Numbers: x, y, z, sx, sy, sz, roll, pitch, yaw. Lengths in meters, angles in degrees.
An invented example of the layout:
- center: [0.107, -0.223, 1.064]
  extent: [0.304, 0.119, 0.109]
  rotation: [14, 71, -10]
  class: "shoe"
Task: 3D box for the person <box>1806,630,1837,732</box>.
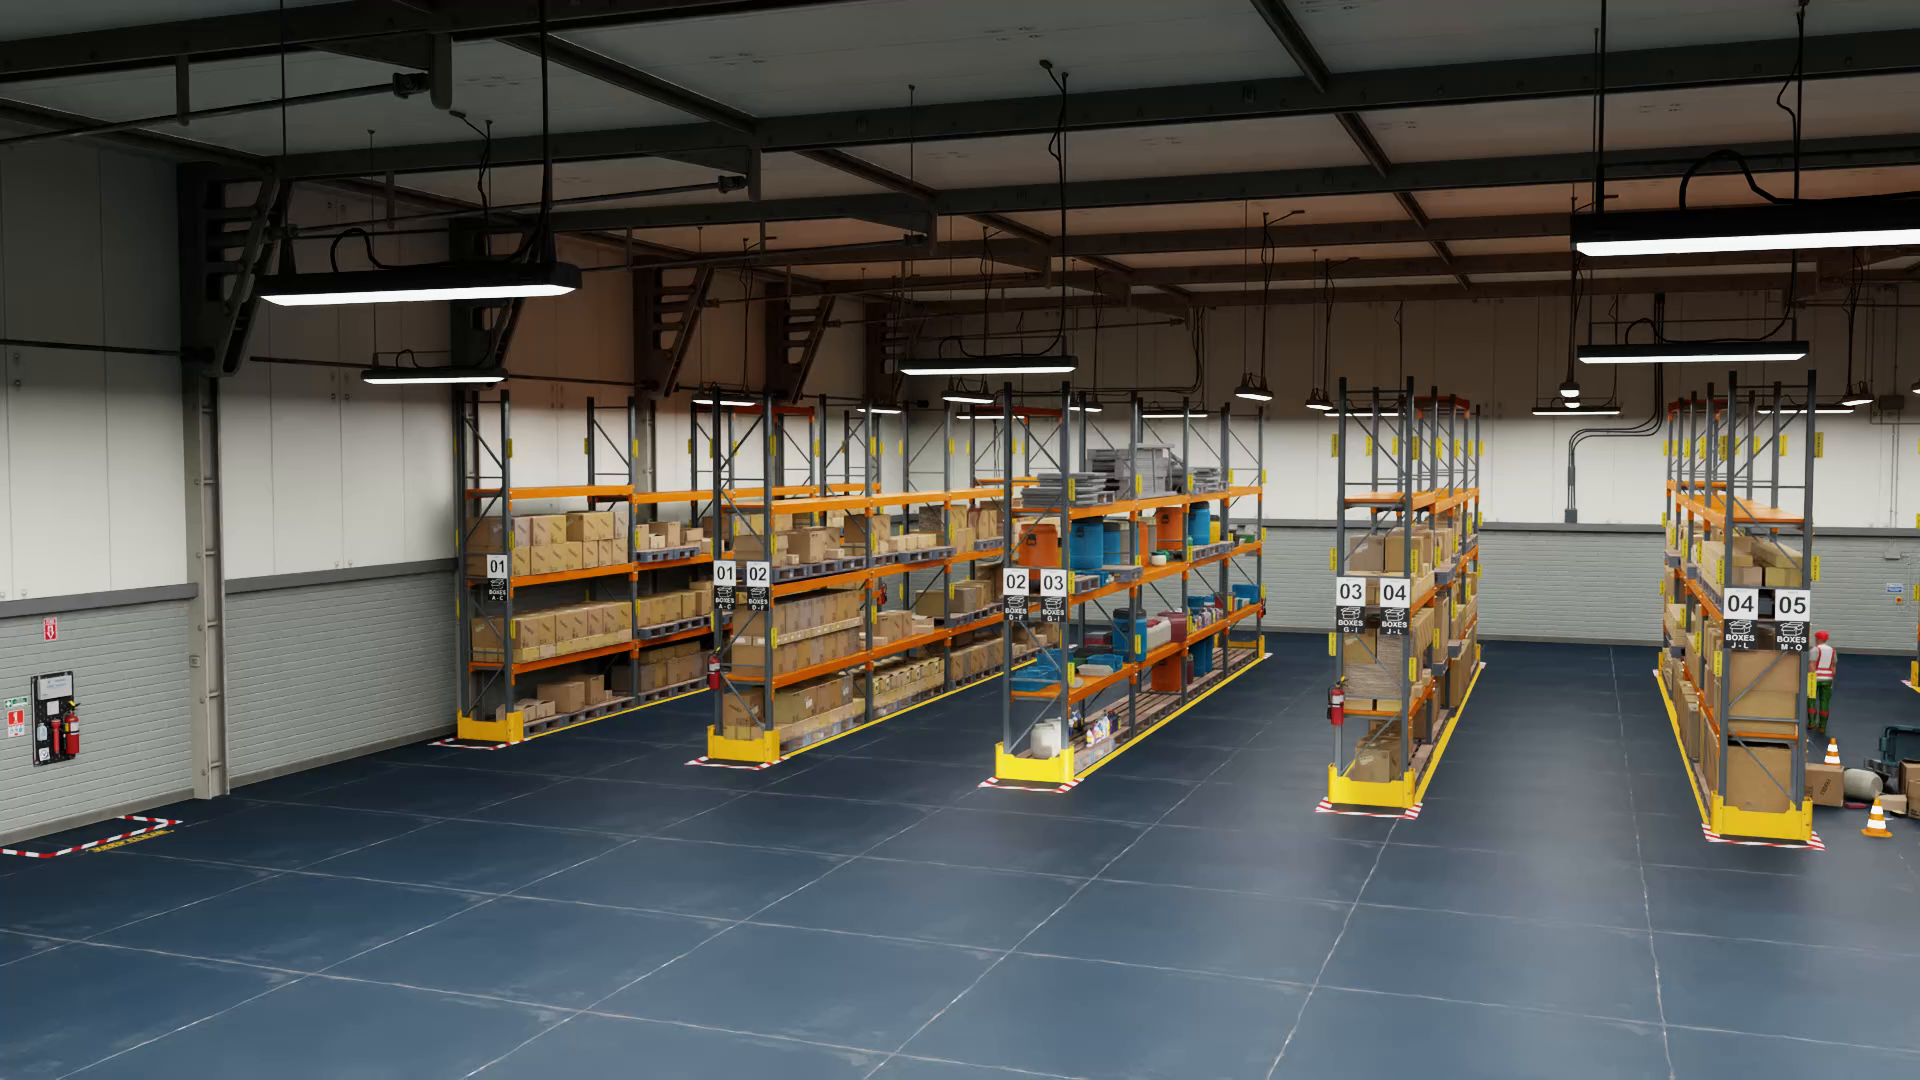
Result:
- center: [15.229, 2.512, 29.371]
  extent: [0.504, 1.825, 0.548]
  rotation: [1, 3, 15]
  class: "person"
